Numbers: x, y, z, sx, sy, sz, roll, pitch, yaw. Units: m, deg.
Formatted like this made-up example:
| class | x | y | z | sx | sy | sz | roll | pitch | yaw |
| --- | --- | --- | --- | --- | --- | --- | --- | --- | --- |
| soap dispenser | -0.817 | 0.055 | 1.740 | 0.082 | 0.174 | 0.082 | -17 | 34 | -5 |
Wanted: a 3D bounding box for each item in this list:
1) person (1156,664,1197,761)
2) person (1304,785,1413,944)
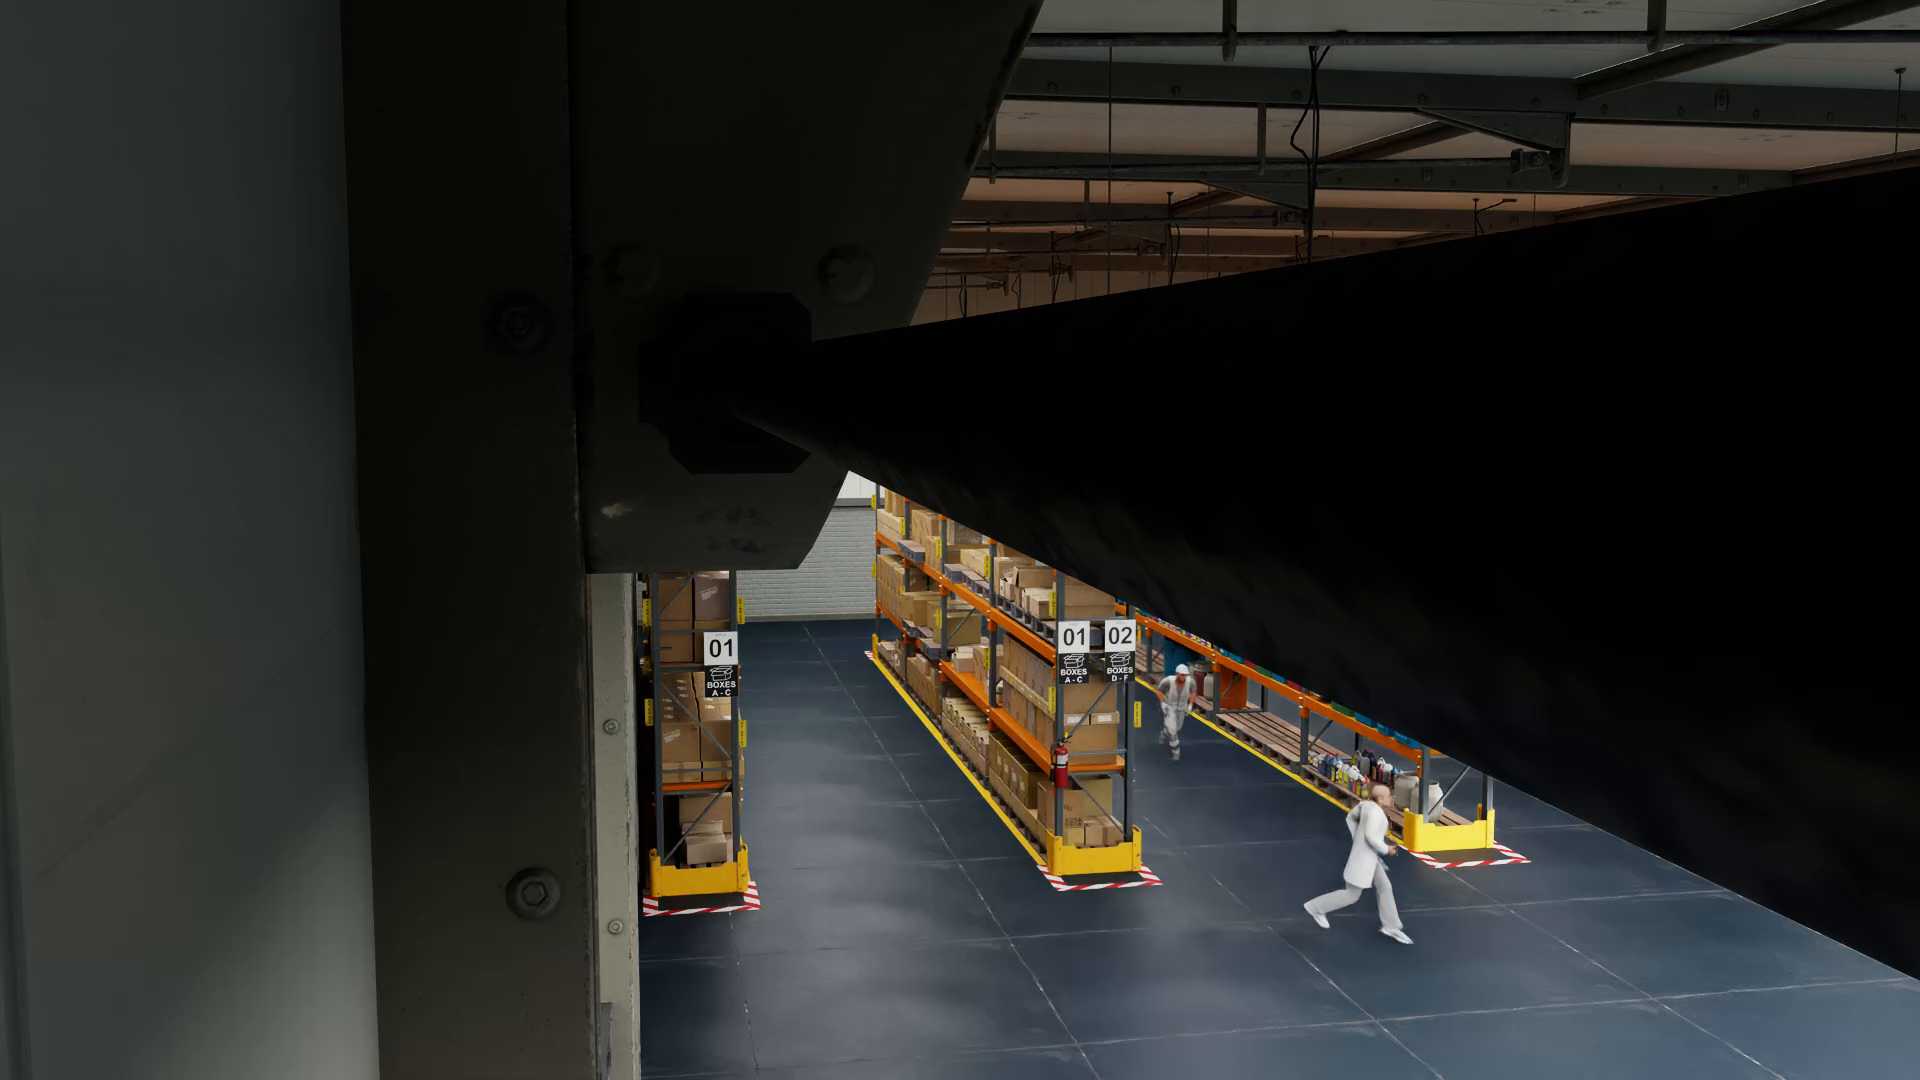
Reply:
| class | x | y | z | sx | sy | sz | roll | pitch | yaw |
| --- | --- | --- | --- | --- | --- | --- | --- | --- | --- |
| person | 3.503 | 2.764 | 27.156 | 0.663 | 1.619 | 1.090 | -1 | 6 | -9 |
| person | 4.420 | 3.579 | 18.391 | 1.188 | 1.778 | 0.712 | 1 | 6 | 11 |
